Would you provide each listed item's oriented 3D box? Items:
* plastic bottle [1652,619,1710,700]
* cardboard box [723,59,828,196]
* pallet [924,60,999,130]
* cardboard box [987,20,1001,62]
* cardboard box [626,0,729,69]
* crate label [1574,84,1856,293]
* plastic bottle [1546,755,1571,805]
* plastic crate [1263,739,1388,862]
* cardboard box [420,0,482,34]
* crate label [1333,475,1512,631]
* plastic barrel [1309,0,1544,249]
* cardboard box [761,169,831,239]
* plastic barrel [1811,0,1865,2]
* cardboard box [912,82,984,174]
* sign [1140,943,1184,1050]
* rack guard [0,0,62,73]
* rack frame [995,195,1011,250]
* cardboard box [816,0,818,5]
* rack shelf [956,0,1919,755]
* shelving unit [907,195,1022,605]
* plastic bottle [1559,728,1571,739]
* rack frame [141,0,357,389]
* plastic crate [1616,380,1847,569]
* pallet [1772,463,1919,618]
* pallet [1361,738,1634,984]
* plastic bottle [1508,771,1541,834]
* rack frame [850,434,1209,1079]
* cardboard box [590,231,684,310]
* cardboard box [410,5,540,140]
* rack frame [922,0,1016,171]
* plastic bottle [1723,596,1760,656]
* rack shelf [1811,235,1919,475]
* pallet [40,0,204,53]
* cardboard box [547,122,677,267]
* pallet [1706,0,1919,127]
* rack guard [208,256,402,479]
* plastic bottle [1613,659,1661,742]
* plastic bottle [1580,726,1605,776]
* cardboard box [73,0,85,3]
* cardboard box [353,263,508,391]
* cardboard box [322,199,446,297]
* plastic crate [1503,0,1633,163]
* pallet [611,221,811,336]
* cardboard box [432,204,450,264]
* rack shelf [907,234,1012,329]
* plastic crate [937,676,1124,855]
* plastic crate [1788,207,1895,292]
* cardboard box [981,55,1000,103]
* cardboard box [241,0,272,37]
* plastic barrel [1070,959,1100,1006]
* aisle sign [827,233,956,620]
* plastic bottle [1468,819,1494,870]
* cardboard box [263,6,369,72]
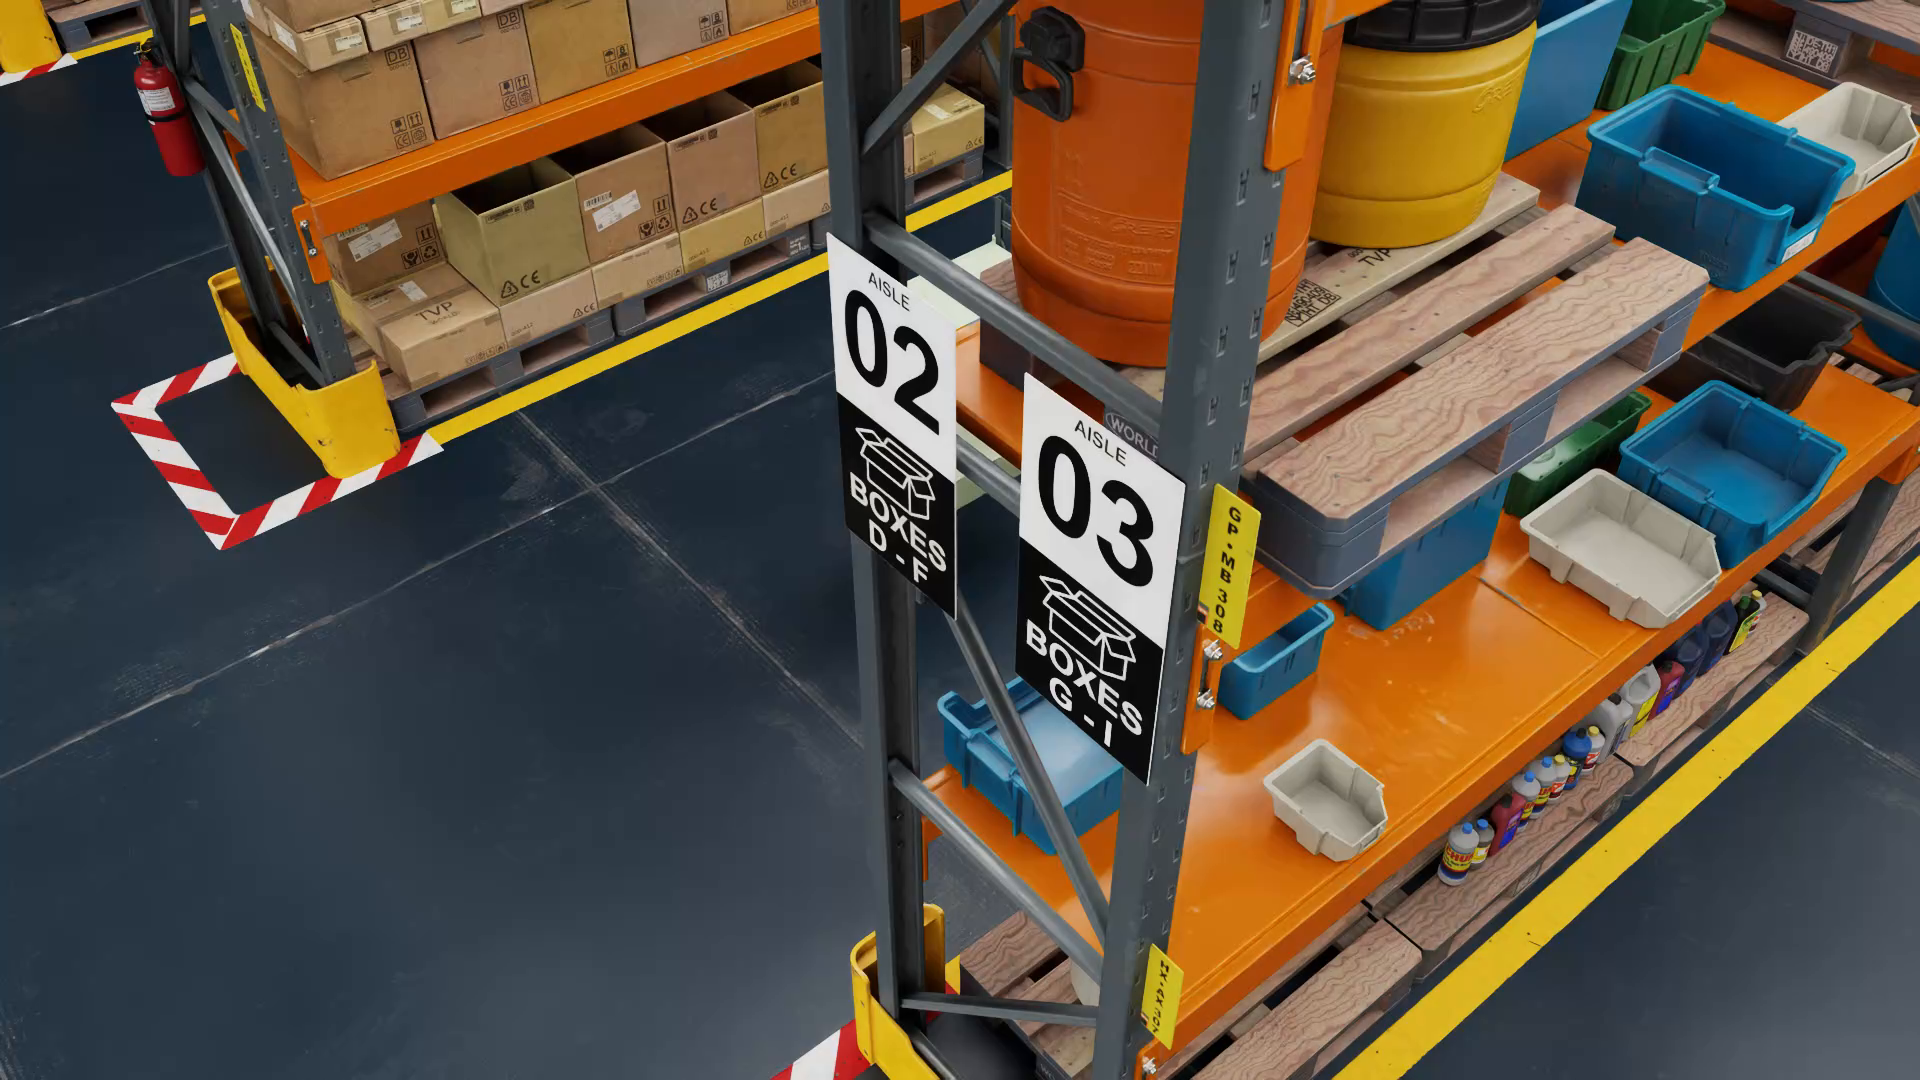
[{"bbox_3d":[2.722,0.422,6.277,0.185,0.351,0.144,-32,52,-30],"label":"plastic bottle"},{"bbox_3d":[-0.984,-2.175,8.582,0.500,0.500,0.500,-30,51,-28],"label":"cardboard box"},{"bbox_3d":[0.543,-2.832,10.165,1.213,0.211,1.003,-30,51,-28],"label":"pallet"},{"bbox_3d":[0.480,-2.910,9.503,0.500,0.311,0.500,-30,51,-28],"label":"cardboard box"},{"bbox_3d":[-1.513,-2.663,7.875,0.500,0.500,0.700,-28,50,-27],"label":"cardboard box"},{"bbox_3d":[1.758,-0.832,3.916,0.408,0.251,0.502,-30,51,-28],"label":"crate label"},{"bbox_3d":[2.116,0.844,5.936,0.097,0.201,0.097,0,43,0],"label":"plastic bottle"},{"bbox_3d":[1.003,0.727,4.531,0.250,0.136,0.298,-30,51,-28],"label":"plastic crate"},{"bbox_3d":[-2.233,-2.306,7.021,0.250,0.149,0.380,-30,51,-28],"label":"cardboard box"},{"bbox_3d":[1.348,-0.108,5.202,0.616,0.435,0.502,-30,51,-28],"label":"crate label"},{"bbox_3d":[0.903,-1.027,3.571,0.600,0.588,0.600,0,43,0],"label":"plastic barrel"},{"bbox_3d":[-0.976,-1.895,8.832,0.500,0.250,0.500,-30,51,-28],"label":"cardboard box"},{"bbox_3d":[2.346,-1.950,4.325,0.708,0.901,0.600,-30,51,-28],"label":"plastic barrel"},{"bbox_3d":[-0.212,-2.337,9.302,0.500,0.250,0.500,-30,51,-28],"label":"cardboard box"},{"bbox_3d":[0.460,1.045,3.797,0.005,0.325,0.100,-30,51,-28],"label":"sign"},{"bbox_3d":[-6.188,-3.469,10.632,0.348,0.500,1.175,-30,51,-28],"label":"rack guard"},{"bbox_3d":[0.276,-0.705,6.958,0.023,1.500,0.400,-30,51,-28],"label":"rack frame"},{"bbox_3d":[-0.734,-3.107,8.348,0.500,0.500,0.700,-30,51,-28],"label":"cardboard box"},{"bbox_3d":[1.644,-0.854,4.356,4.000,0.370,1.077,-30,51,-28],"label":"rack shelf"},{"bbox_3d":[-0.005,-0.544,6.787,0.755,1.500,0.431,-30,51,-28],"label":"shelving unit"},{"bbox_3d":[2.278,0.602,6.134,0.133,0.283,0.061,-30,51,-28],"label":"plastic bottle"},{"bbox_3d":[-3.065,-1.747,6.973,0.127,3.000,1.000,-30,51,-28],"label":"rack frame"},{"bbox_3d":[2.504,-0.219,5.454,0.616,0.251,0.499,-30,51,-28],"label":"plastic crate"},{"bbox_3d":[3.756,-0.250,7.416,1.213,0.211,1.003,-30,51,-28],"label":"pallet"},{"bbox_3d":[1.700,0.927,6.163,1.213,0.211,1.003,-30,51,-28],"label":"pallet"},{"bbox_3d":[1.964,0.906,5.819,0.097,0.271,0.097,0,43,0],"label":"plastic bottle"},{"bbox_3d":[0.110,0.855,4.202,0.127,3.000,1.000,-30,51,-28],"label":"rack frame"},{"bbox_3d":[-1.746,-1.458,8.366,0.500,0.250,0.500,-30,51,-28],"label":"cardboard box"},{"bbox_3d":[-2.299,-2.215,7.398,0.500,0.500,0.700,-28,50,-27],"label":"cardboard box"},{"bbox_3d":[0.003,-3.504,8.844,0.127,3.000,1.000,-30,51,-28],"label":"rack frame"},{"bbox_3d":[3.021,0.313,6.442,0.133,0.283,0.061,-27,50,-26],"label":"plastic bottle"},{"bbox_3d":[4.712,-1.518,7.254,4.000,0.370,1.077,-30,51,-28],"label":"rack shelf"},{"bbox_3d":[-5.542,-3.702,11.091,1.213,0.211,1.003,-30,51,-28],"label":"pallet"},{"bbox_3d":[-1.753,-1.737,8.116,0.500,0.500,0.500,-30,51,-28],"label":"cardboard box"},{"bbox_3d":[2.688,-1.558,4.718,1.003,0.211,1.213,-30,51,-28],"label":"pallet"},{"bbox_3d":[-3.083,-0.826,7.817,0.348,0.500,1.175,-30,51,-28],"label":"rack guard"},{"bbox_3d":[2.474,0.564,6.125,0.185,0.351,0.144,-30,51,-28],"label":"plastic bottle"},{"bbox_3d":[2.274,0.754,6.032,0.097,0.201,0.097,0,43,0],"label":"plastic bottle"},{"bbox_3d":[-5.658,-3.784,10.784,0.500,0.311,0.500,33,52,30],"label":"cardboard box"},{"bbox_3d":[-2.511,-1.017,7.897,0.500,0.250,0.500,-30,51,-28],"label":"cardboard box"},{"bbox_3d":[-2.845,-1.563,7.931,0.500,0.500,0.500,-30,51,-28],"label":"cardboard box"},{"bbox_3d":[1.380,-1.228,4.240,0.575,0.384,0.392,-30,51,-28],"label":"plastic crate"},{"bbox_3d":[-1.570,-1.622,8.876,1.213,0.211,1.003,-30,51,-28],"label":"pallet"},{"bbox_3d":[-2.467,-1.515,8.427,0.500,0.250,0.500,-30,51,-28],"label":"cardboard box"},{"bbox_3d":[-0.005,-0.828,6.520,0.720,0.370,0.431,-30,51,-28],"label":"rack shelf"},{"bbox_3d":[0.302,0.533,4.654,0.616,0.251,0.499,-30,51,-28],"label":"plastic crate"},{"bbox_3d":[3.353,-1.298,6.448,0.583,0.464,0.402,-30,51,-28],"label":"plastic crate"},{"bbox_3d":[0.472,-2.702,9.691,0.500,0.250,0.500,-31,51,-29],"label":"cardboard box"},{"bbox_3d":[-2.894,-2.288,7.002,0.250,0.149,0.380,-31,51,-28],"label":"cardboard box"},{"bbox_3d":[0.566,1.280,5.260,0.421,0.512,0.421,0,43,0],"label":"plastic barrel"},{"bbox_3d":[-0.136,-0.217,3.444,0.004,0.787,0.394,-30,51,-28],"label":"aisle sign"},{"bbox_3d":[1.780,1.037,5.731,0.097,0.201,0.097,0,43,0],"label":"plastic bottle"},{"bbox_3d":[-2.626,-2.079,6.780,0.250,0.149,0.380,-30,51,-28],"label":"cardboard box"}]
